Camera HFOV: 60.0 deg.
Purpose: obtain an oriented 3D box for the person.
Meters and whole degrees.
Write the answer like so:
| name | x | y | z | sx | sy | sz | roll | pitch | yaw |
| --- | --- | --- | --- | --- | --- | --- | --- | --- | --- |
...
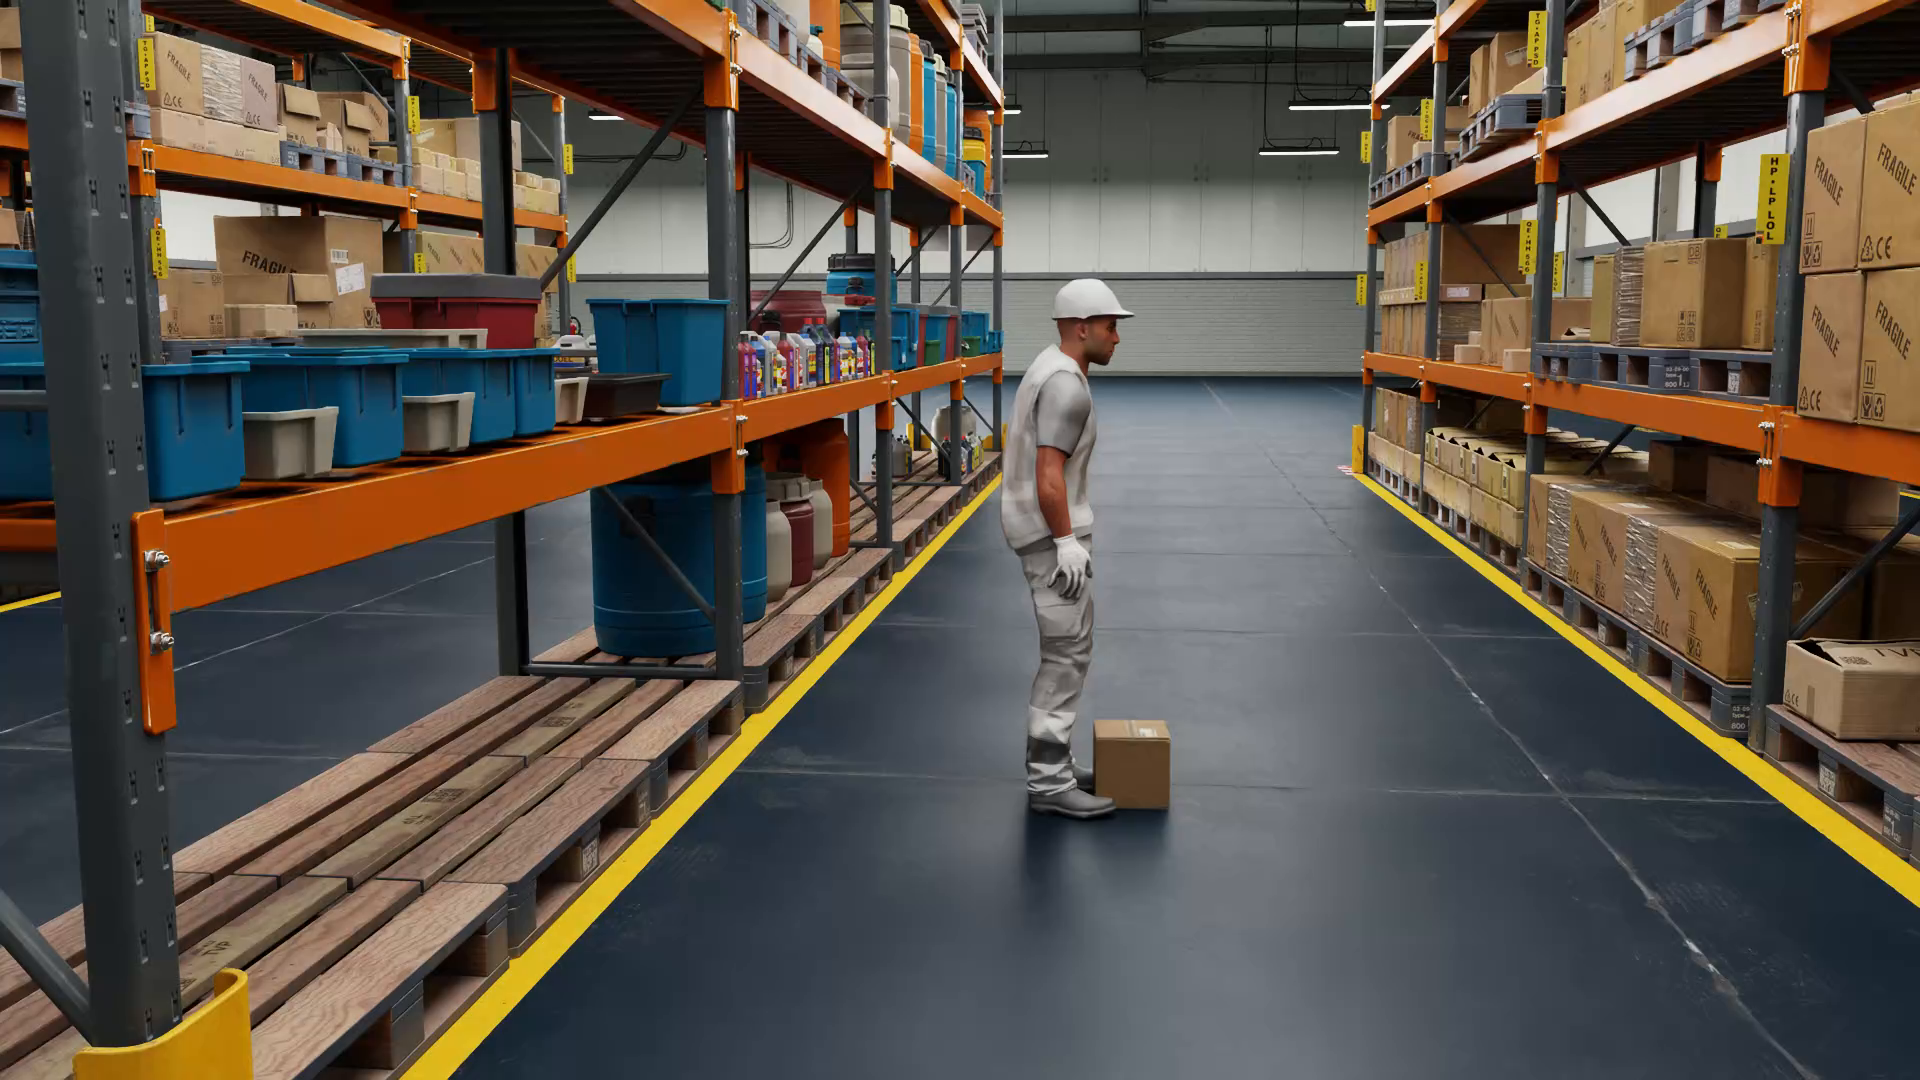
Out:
| name | x | y | z | sx | sy | sz | roll | pitch | yaw |
| --- | --- | --- | --- | --- | --- | --- | --- | --- | --- |
| person | 0.362 | 0.011 | 5.652 | 0.452 | 1.777 | 0.610 | 0 | 8 | 3 |
